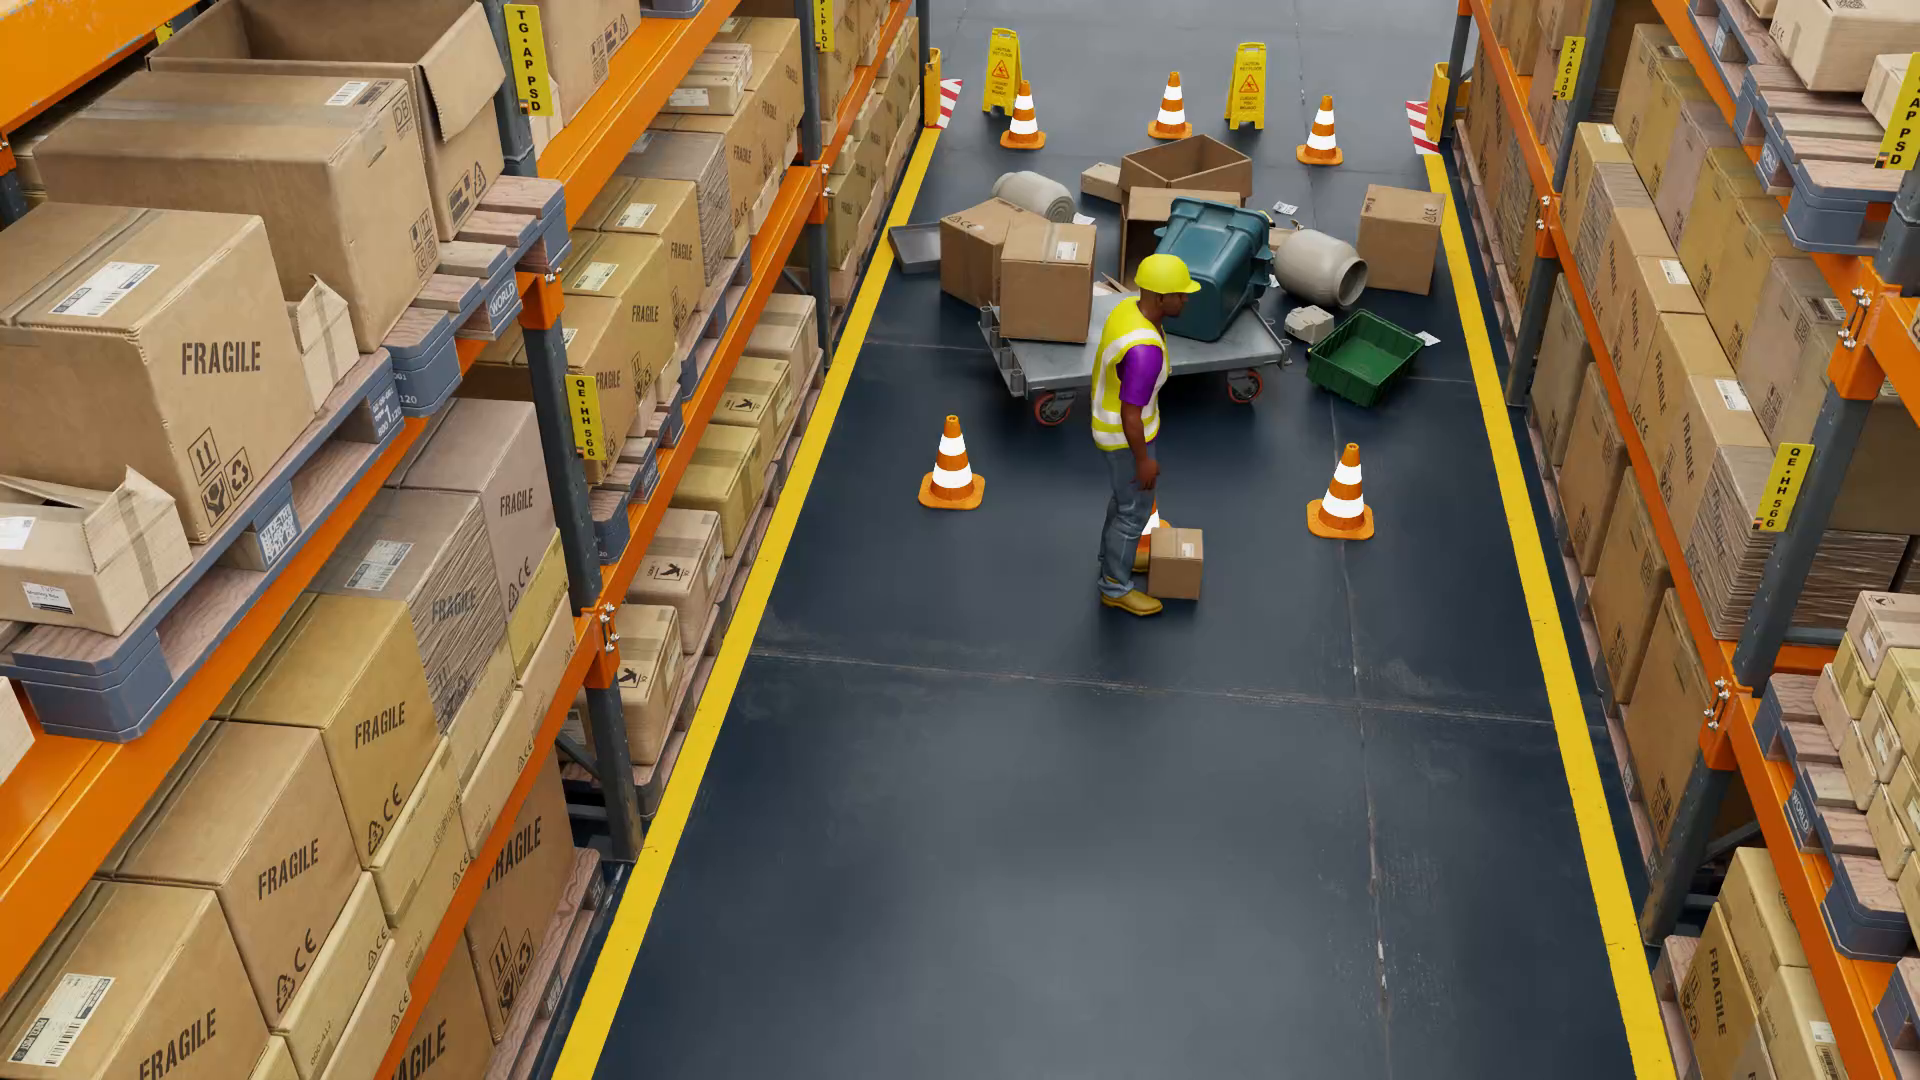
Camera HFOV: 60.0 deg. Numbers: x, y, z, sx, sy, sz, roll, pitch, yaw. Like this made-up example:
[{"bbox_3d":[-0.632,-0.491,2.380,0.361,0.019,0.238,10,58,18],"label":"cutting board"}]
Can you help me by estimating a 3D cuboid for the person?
[{"bbox_3d":[0.829,-0.513,7.732,0.455,1.761,0.637,3,36,4],"label":"person"}]
